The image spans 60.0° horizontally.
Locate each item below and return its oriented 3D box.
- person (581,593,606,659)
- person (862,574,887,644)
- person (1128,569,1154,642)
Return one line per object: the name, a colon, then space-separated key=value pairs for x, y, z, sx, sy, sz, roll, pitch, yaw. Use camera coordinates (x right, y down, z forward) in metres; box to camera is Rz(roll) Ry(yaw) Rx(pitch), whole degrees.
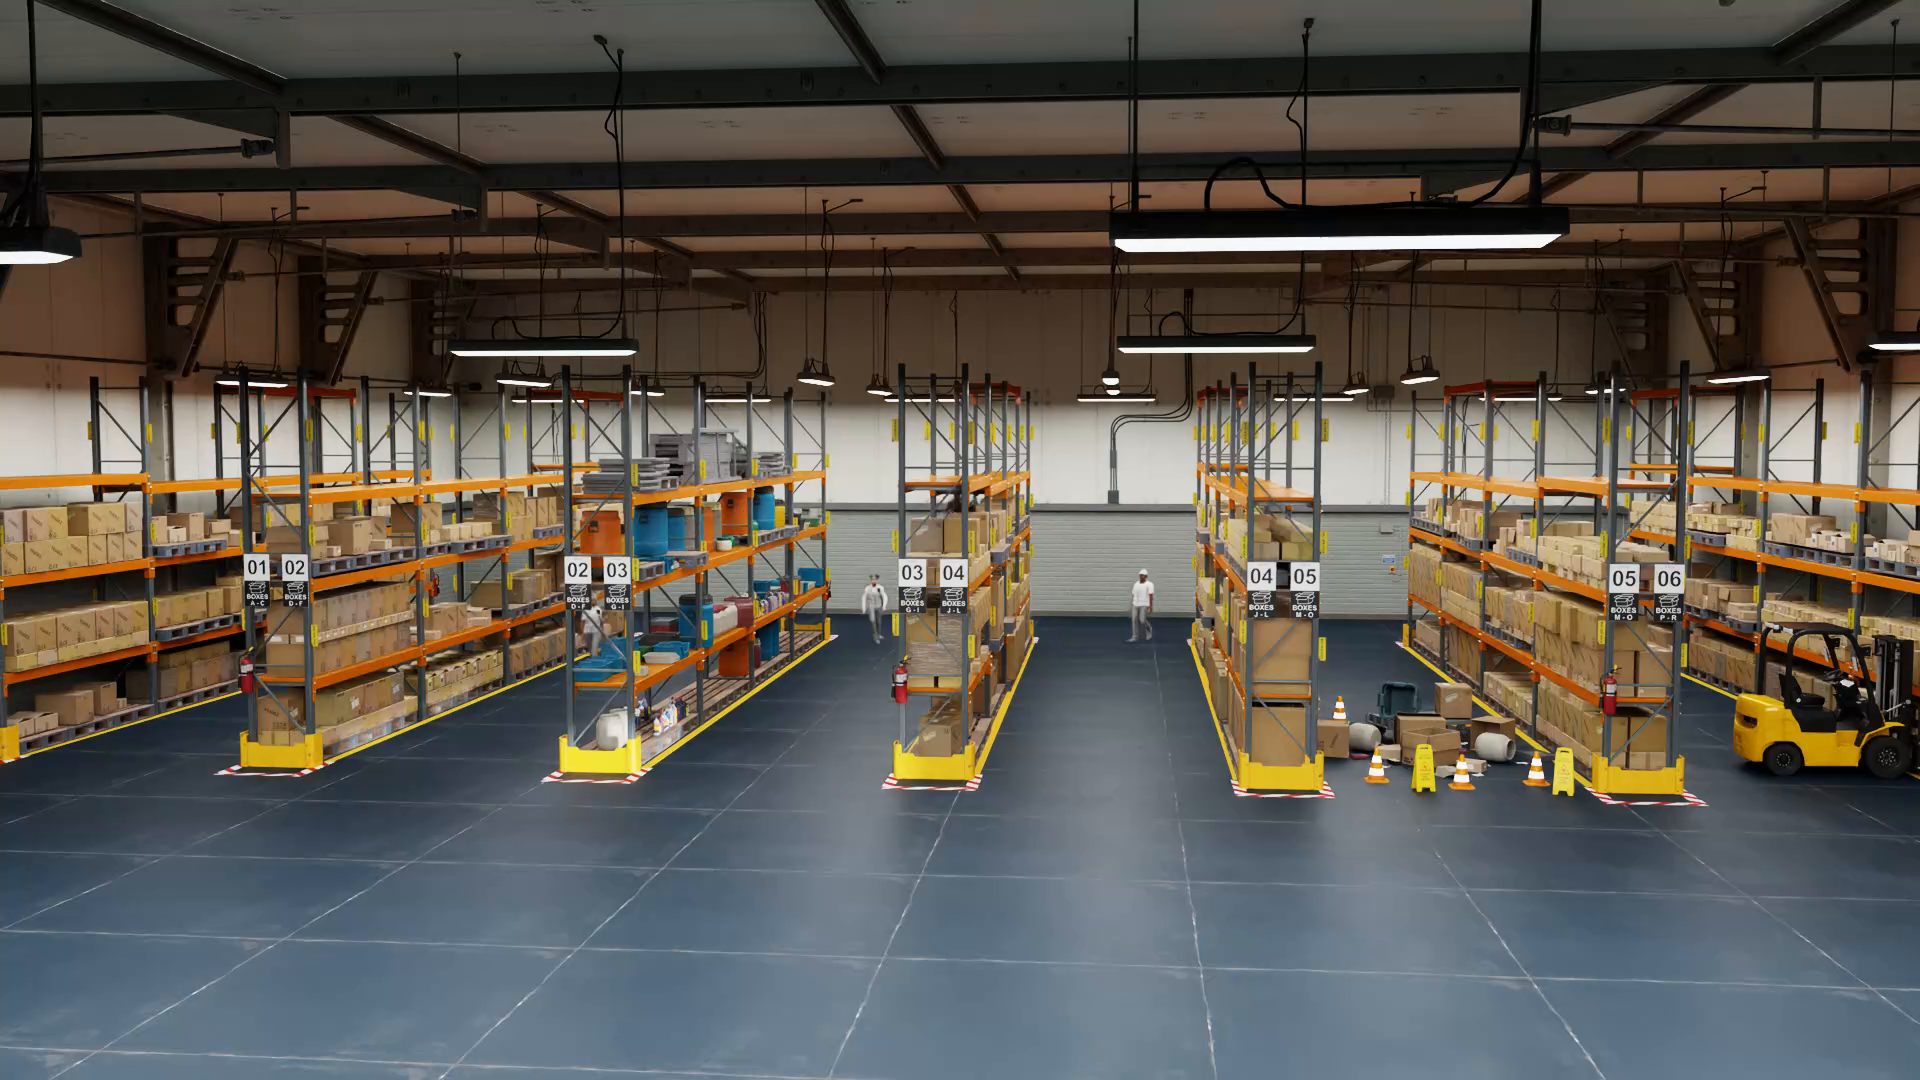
person: x=-7.701 y=1.941 z=34.898 sx=0.431 sy=1.650 sz=0.926 roll=1 pitch=4 yaw=9
person: x=-2.046 y=1.641 z=40.017 sx=0.582 sy=1.674 sz=0.934 roll=-1 pitch=4 yaw=-10
person: x=4.366 y=1.569 z=39.749 sx=0.629 sy=1.749 sz=0.577 roll=3 pitch=5 yaw=42
